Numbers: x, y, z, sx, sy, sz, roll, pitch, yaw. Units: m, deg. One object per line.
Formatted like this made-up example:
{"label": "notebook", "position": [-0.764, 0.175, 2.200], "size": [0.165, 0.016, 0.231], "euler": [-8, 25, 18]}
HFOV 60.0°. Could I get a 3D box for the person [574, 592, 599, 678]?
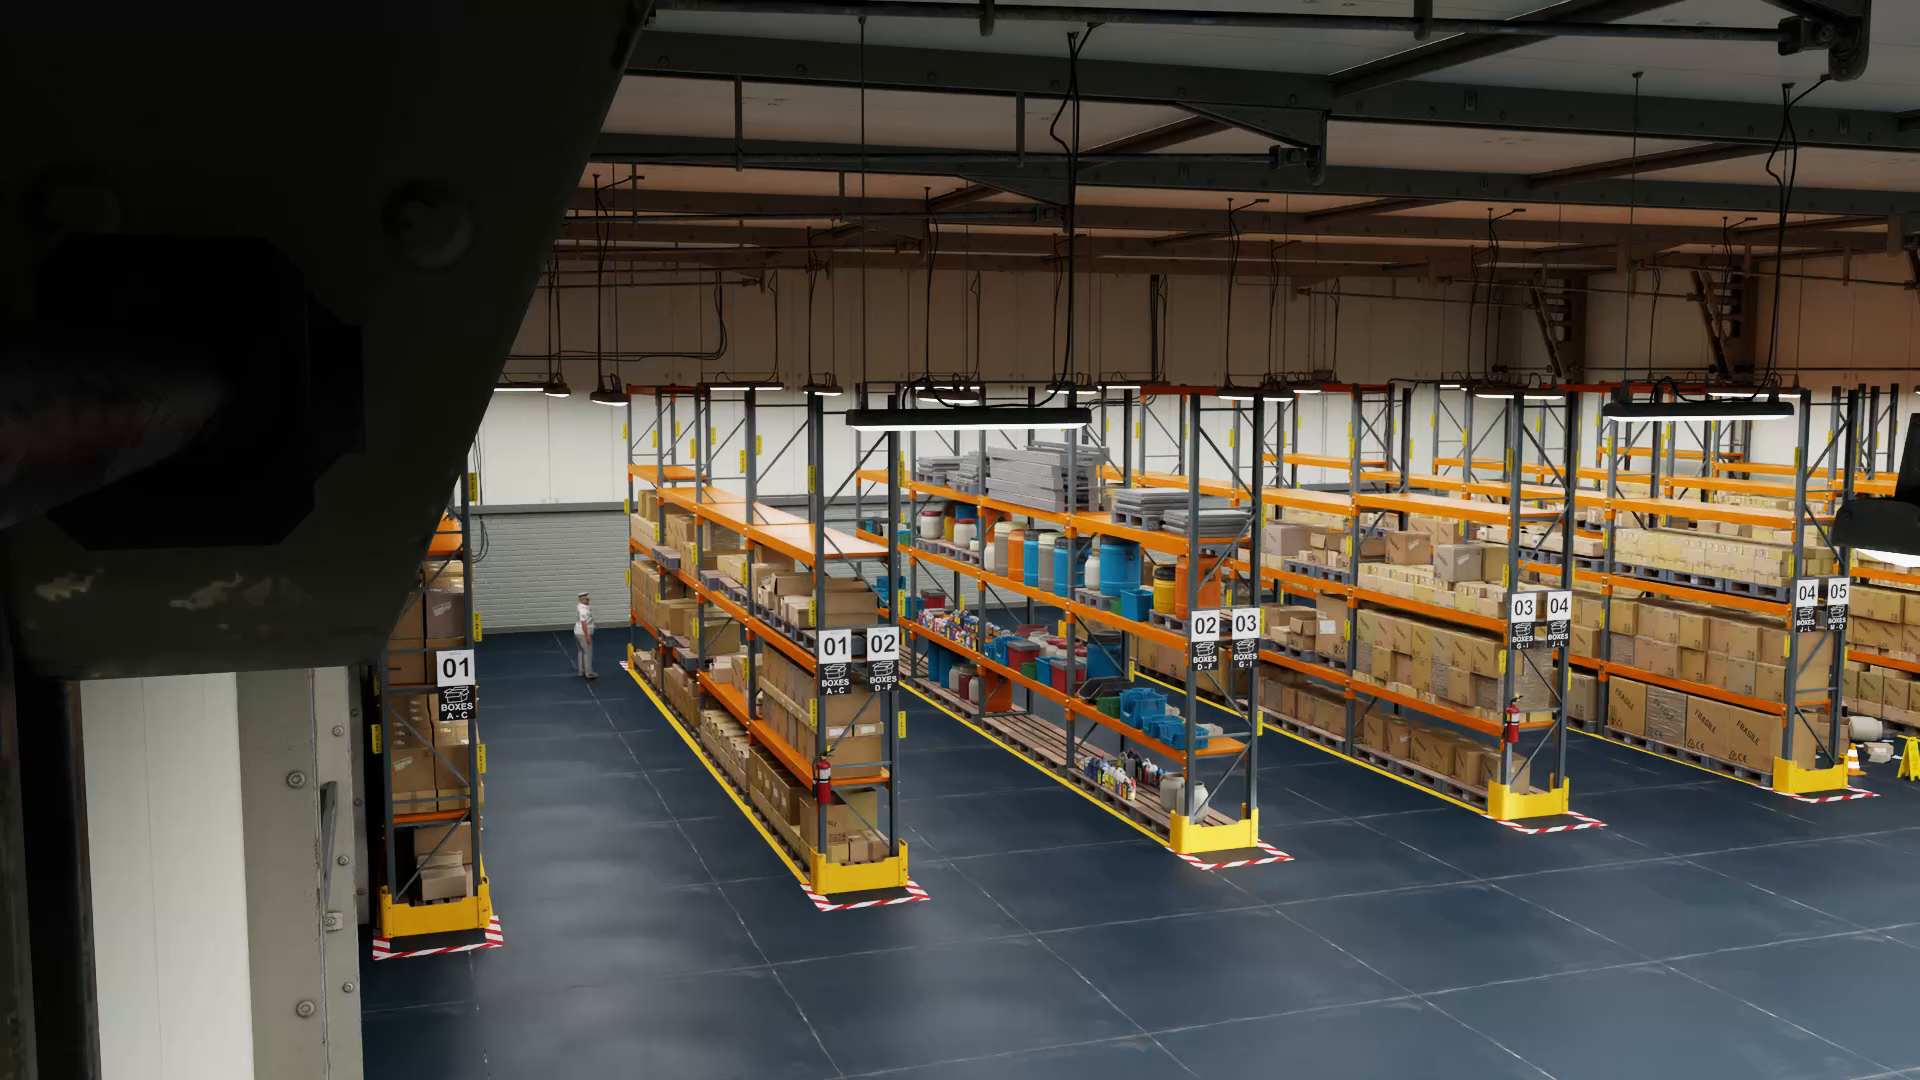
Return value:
{"label": "person", "position": [-7.647, 1.933, 34.033], "size": [0.455, 1.761, 0.603], "euler": [-3, 6, -23]}
